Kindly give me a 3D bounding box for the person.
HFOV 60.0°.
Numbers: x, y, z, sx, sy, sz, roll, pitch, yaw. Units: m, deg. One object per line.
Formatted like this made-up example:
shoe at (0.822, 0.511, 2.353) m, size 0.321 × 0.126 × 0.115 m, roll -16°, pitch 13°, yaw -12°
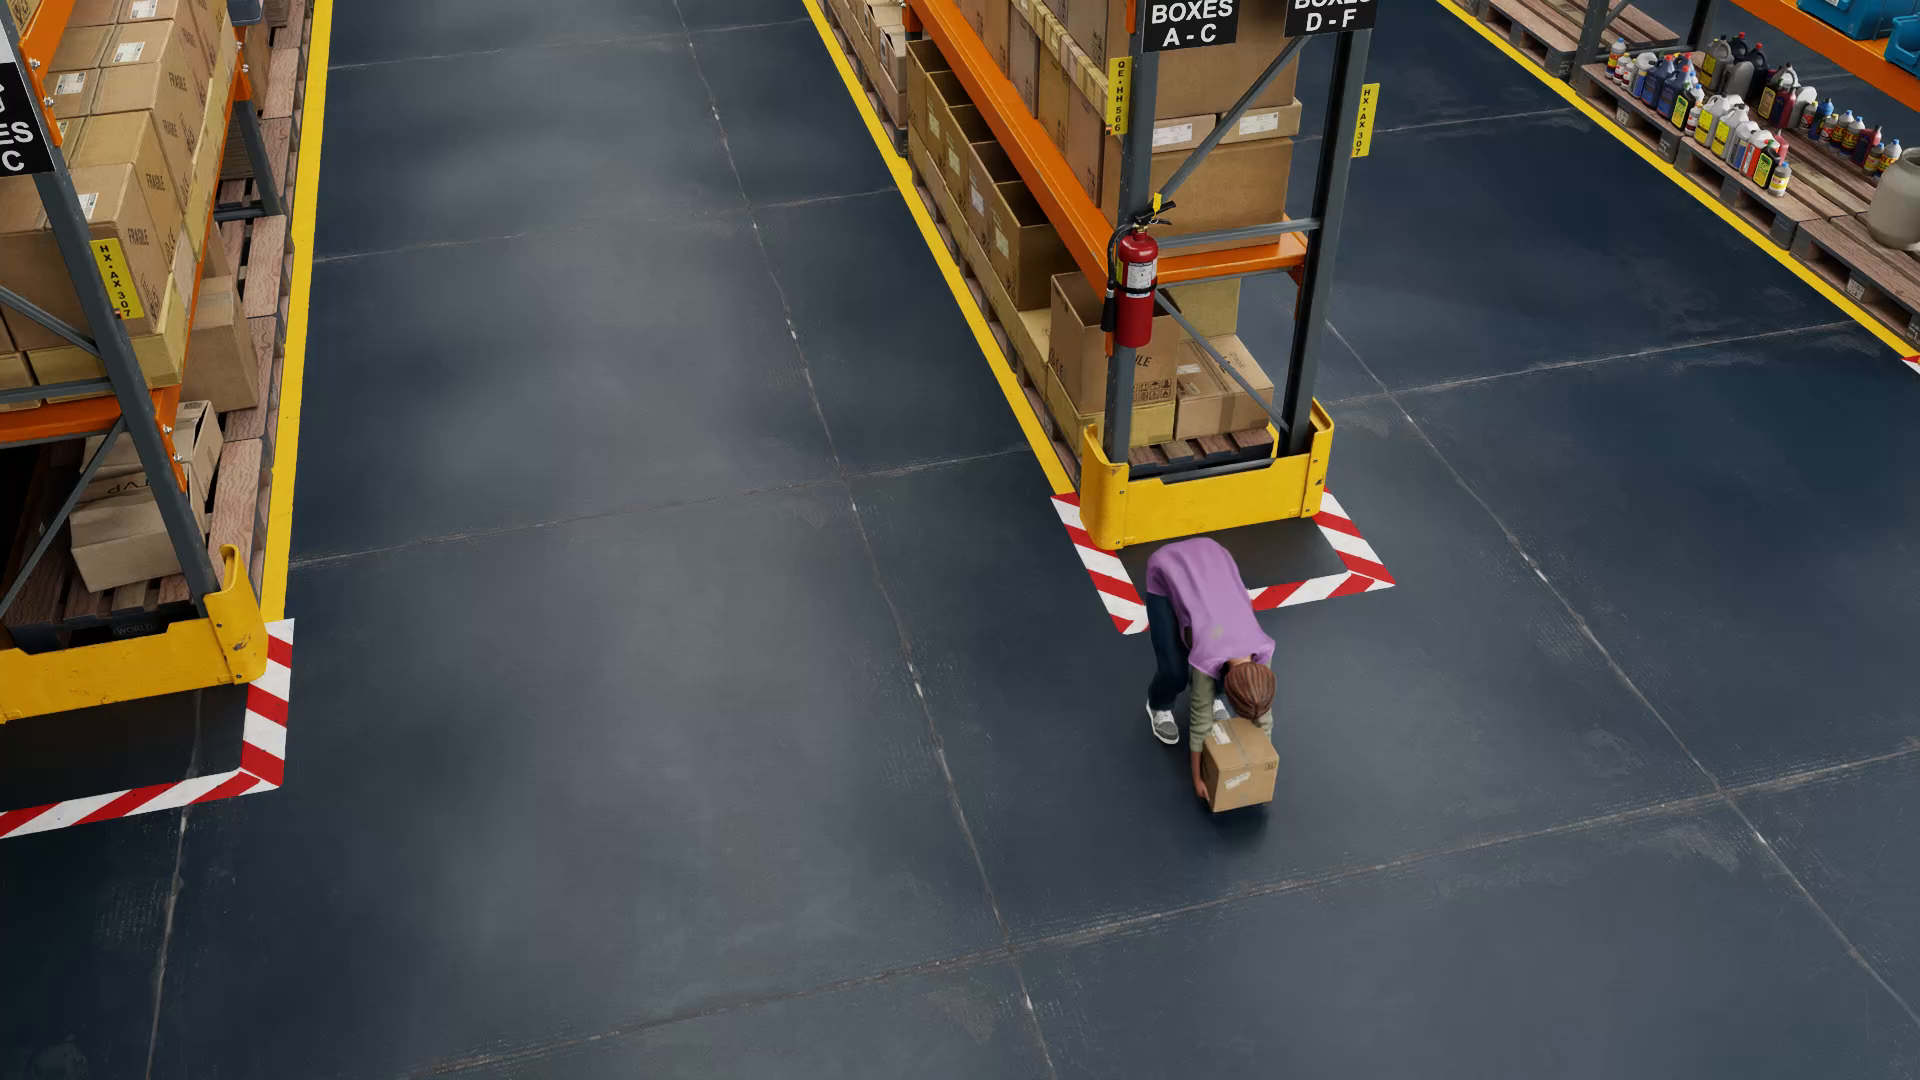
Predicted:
person at (1.006, 0.507, 6.655) m, size 0.423 × 0.886 × 0.854 m, roll -11°, pitch 40°, yaw -14°
